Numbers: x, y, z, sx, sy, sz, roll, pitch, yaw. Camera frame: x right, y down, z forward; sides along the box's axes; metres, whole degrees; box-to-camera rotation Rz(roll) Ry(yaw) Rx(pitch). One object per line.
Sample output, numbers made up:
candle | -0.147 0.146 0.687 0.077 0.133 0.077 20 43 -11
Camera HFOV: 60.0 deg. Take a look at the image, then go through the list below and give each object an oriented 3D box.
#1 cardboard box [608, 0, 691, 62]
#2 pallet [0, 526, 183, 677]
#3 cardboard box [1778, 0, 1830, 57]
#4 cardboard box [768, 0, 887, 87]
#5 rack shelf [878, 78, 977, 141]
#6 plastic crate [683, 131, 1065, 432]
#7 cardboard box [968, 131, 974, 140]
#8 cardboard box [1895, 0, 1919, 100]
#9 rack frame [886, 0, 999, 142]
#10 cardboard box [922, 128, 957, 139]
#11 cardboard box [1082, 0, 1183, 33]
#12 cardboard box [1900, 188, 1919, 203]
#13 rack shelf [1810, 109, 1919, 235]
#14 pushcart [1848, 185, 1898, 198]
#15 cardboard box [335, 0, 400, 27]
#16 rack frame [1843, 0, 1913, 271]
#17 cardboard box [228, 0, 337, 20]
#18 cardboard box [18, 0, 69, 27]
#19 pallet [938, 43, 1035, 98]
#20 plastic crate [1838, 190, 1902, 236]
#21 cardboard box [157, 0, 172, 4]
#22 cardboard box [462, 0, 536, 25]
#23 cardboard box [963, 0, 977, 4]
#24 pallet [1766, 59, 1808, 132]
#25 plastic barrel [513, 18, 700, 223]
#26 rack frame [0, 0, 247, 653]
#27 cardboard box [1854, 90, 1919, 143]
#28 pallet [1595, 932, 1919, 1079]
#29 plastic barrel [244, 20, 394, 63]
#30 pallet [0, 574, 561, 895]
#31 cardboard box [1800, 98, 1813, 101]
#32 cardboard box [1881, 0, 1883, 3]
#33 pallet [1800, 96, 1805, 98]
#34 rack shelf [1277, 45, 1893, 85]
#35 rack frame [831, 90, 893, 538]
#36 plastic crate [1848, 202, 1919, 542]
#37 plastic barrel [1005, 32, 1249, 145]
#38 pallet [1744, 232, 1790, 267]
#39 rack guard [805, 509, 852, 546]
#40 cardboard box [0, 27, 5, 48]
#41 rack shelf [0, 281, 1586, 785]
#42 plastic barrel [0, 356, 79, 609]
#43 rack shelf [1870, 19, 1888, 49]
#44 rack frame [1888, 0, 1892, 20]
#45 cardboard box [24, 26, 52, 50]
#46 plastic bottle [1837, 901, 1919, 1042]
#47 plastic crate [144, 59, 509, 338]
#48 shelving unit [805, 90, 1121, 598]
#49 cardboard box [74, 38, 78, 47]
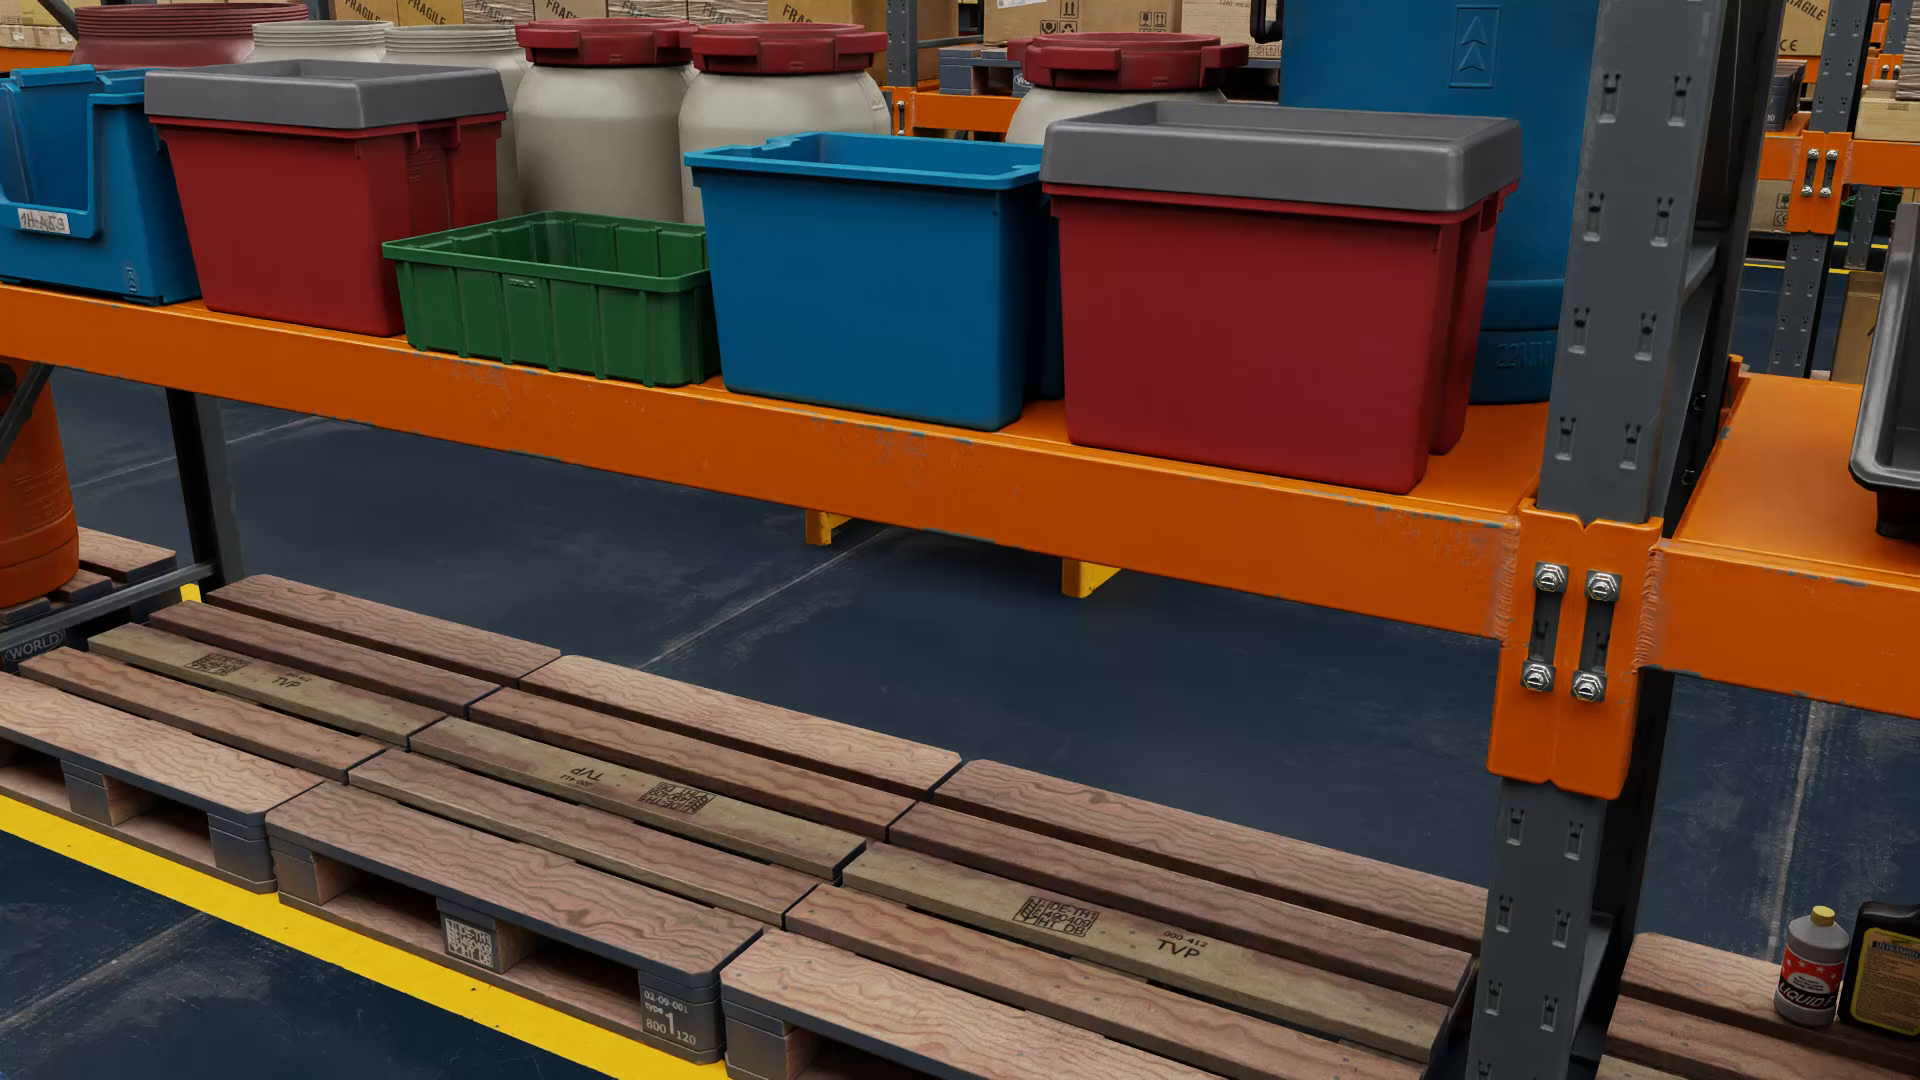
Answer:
cardboard box | -1.496 -2.707 8.782 0.500 0.500 0.500 10 22 26
pallet | -3.181 0.185 5.045 1.213 0.211 1.003 11 23 27
cardboard box | 5.357 -3.330 10.500 0.500 0.500 0.500 11 22 27
cardboard box | -0.608 -2.537 8.313 0.500 0.500 0.500 12 23 29
rack shelf | -1.803 -2.476 9.347 4.000 0.370 1.077 11 23 27
plastic crate | -0.095 -0.425 2.661 0.575 0.384 0.392 11 23 27
cardboard box | 0.401 -3.256 13.493 0.500 0.500 0.500 11 23 28
cardboard box | 3.798 -1.910 6.148 0.500 0.500 0.875 11 23 27
rack frame | -0.057 -2.481 8.307 0.127 3.000 1.000 11 23 27
cardboard box | -0.649 -1.801 8.931 0.875 0.875 1.225 10 22 25
cardboard box | 0.970 -2.585 7.830 0.500 0.500 0.700 15 25 35
cardboard box | 6.458 -2.349 10.442 0.875 0.875 0.875 11 23 28
rack shelf | 5.182 -1.145 5.679 4.000 0.370 1.077 11 23 27
pushcart | 7.200 -2.847 13.159 0.936 0.377 1.648 3 20 9
cardboard box | -3.269 -3.043 9.708 0.500 0.500 0.500 11 23 27
rack frame | 5.943 -3.276 10.497 0.127 3.000 1.000 11 23 27
cardboard box | -4.062 -3.211 10.103 0.500 0.250 0.500 10 22 26
cardboard box | -5.859 -3.552 11.042 0.500 0.250 0.500 10 22 26
pallet | 0.618 -2.304 8.100 1.003 0.211 1.213 11 23 27
plastic crate | 6.733 -2.342 11.963 0.450 0.188 0.662 -22 27 -25
cardboard box | -4.961 -3.381 10.572 0.500 0.250 0.500 11 23 28
cardboard box | -2.393 -2.876 9.248 0.500 0.500 0.500 10 22 26
cardboard box | 0.221 -4.268 12.984 0.250 0.149 0.380 10 22 26
pallet | 2.839 -1.896 6.976 1.213 0.211 1.003 11 23 27
plastic barrel | -0.727 -0.824 3.538 0.433 0.535 0.433 0 20 0
rack frame | -2.472 -1.007 4.242 0.127 3.000 1.000 11 23 27
cardboard box | 3.476 -1.573 6.171 0.250 0.149 0.380 11 23 27
pallet | 1.586 1.093 2.542 1.213 0.211 1.003 11 23 27
plastic barrel | -1.470 -0.952 3.927 0.421 0.512 0.421 0 20 0
pallet | -1.815 0.444 4.331 1.213 0.211 1.003 11 23 27
cardboard box | 7.809 -3.815 15.221 0.625 0.372 0.950 11 23 28
cardboard box | 10.118 -6.180 18.723 0.500 0.250 0.500 11 23 29
pallet | 10.024 -5.045 19.463 1.213 0.211 1.003 11 23 27
rack shelf | 4.197 -3.270 11.537 4.000 0.370 1.077 11 23 27
rack frame | -0.369 -0.775 5.803 0.032 1.500 0.500 11 23 27
plastic crate | 1.415 -0.188 2.074 0.504 0.338 0.767 11 23 27
plastic barrel | 0.292 -0.630 3.004 0.433 0.535 0.433 0 20 0
pallet | 5.232 -2.071 11.265 1.213 0.211 1.003 11 23 27
rack guard | -0.368 -0.188 6.016 0.087 0.250 0.587 11 23 27
cardboard box | -6.443 -3.452 11.350 0.250 0.149 0.380 10 22 26
rack shelf | -0.726 -0.336 3.448 4.000 0.370 1.077 11 23 27
plastic barrel | -2.907 -0.260 4.751 0.708 0.830 0.600 11 23 27
rack shelf | 6.522 -4.761 15.646 4.000 0.370 1.077 11 23 27
rack frame | 8.268 -4.766 14.606 0.127 3.000 1.000 11 23 27
cardboard box | -5.994 -3.366 11.114 0.250 0.149 0.380 10 22 26
plastic bottle | 1.601 0.710 2.847 0.133 0.283 0.061 12 23 30
plastic crate | -1.211 -0.677 3.239 0.583 0.464 0.402 11 23 27
shelving unit | 0.067 -0.692 5.574 1.083 1.500 0.587 11 23 27
cardboard box | -5.548 -3.281 10.880 0.250 0.149 0.380 10 22 26
